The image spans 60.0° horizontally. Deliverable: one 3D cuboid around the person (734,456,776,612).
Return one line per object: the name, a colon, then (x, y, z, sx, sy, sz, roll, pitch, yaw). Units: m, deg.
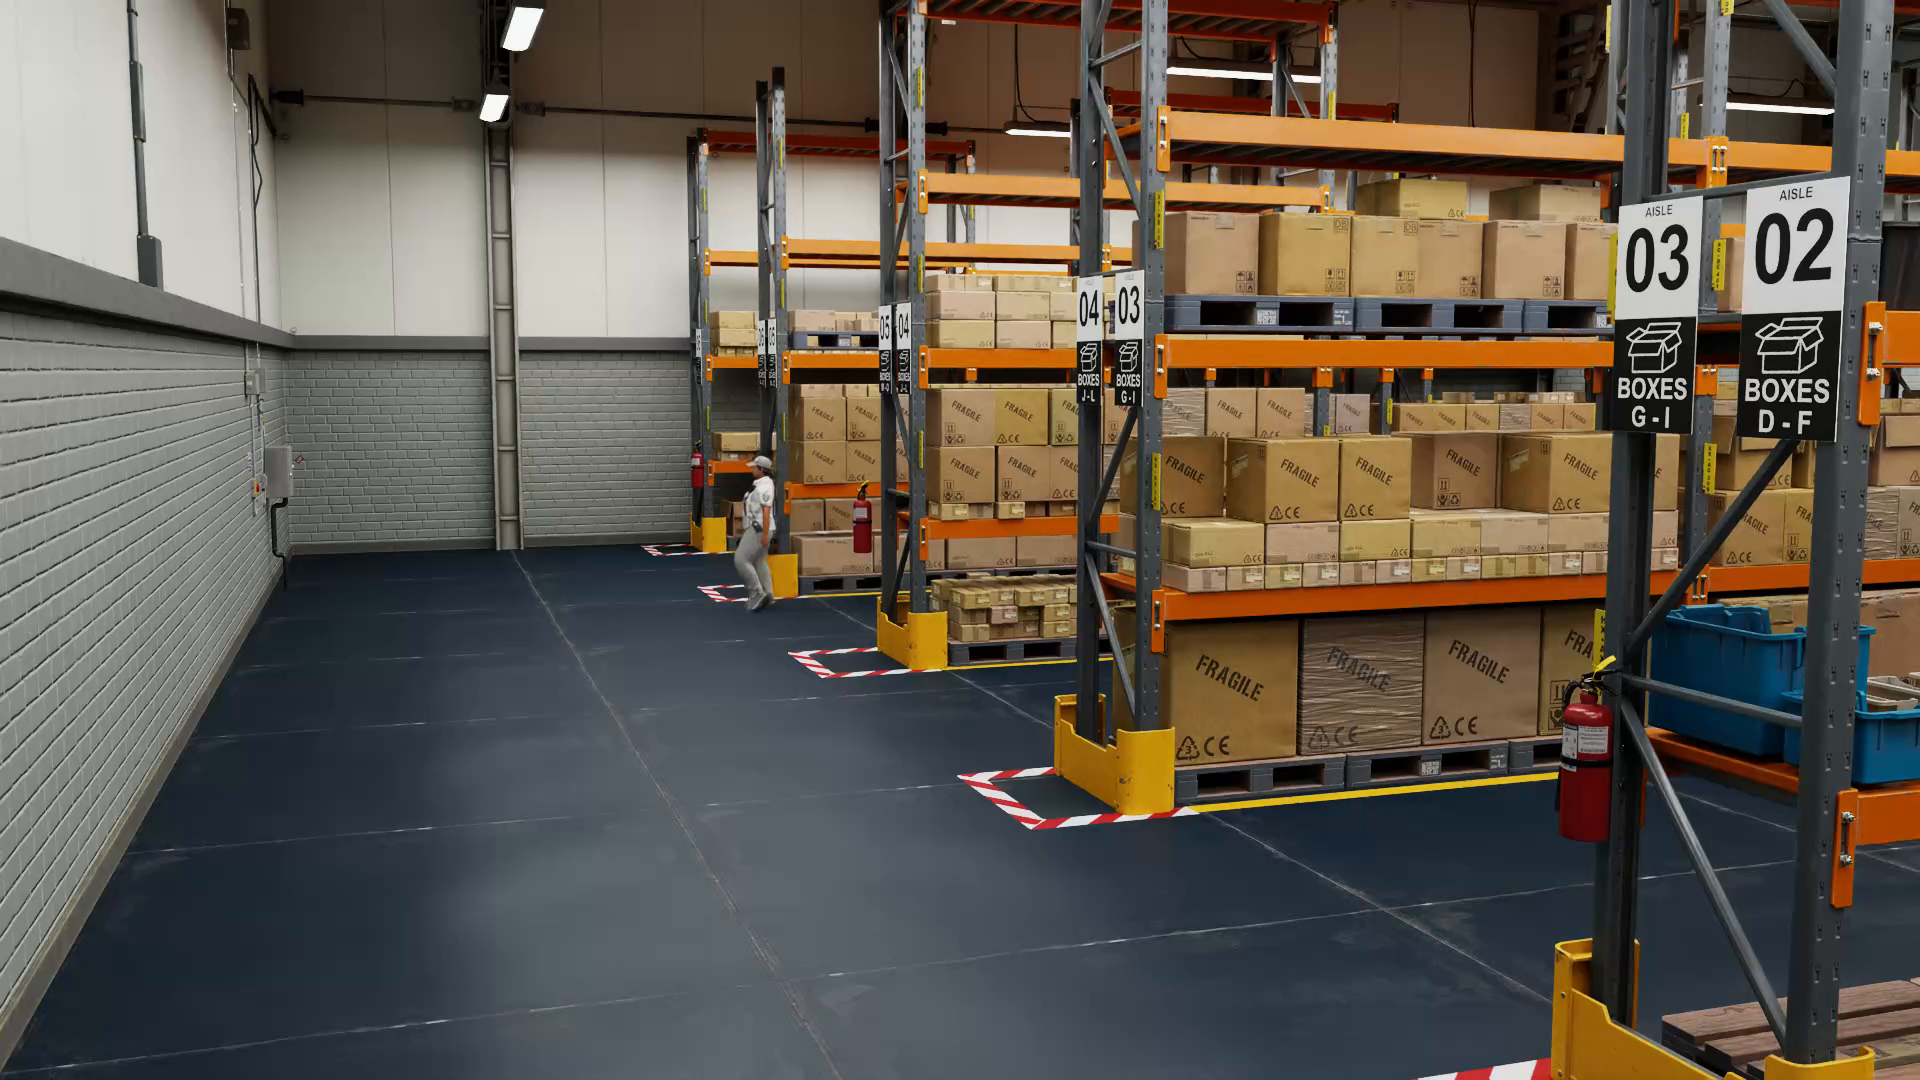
person: (-2.249, -0.064, 18.196, 0.470, 1.709, 0.530, -1, 6, -9)
